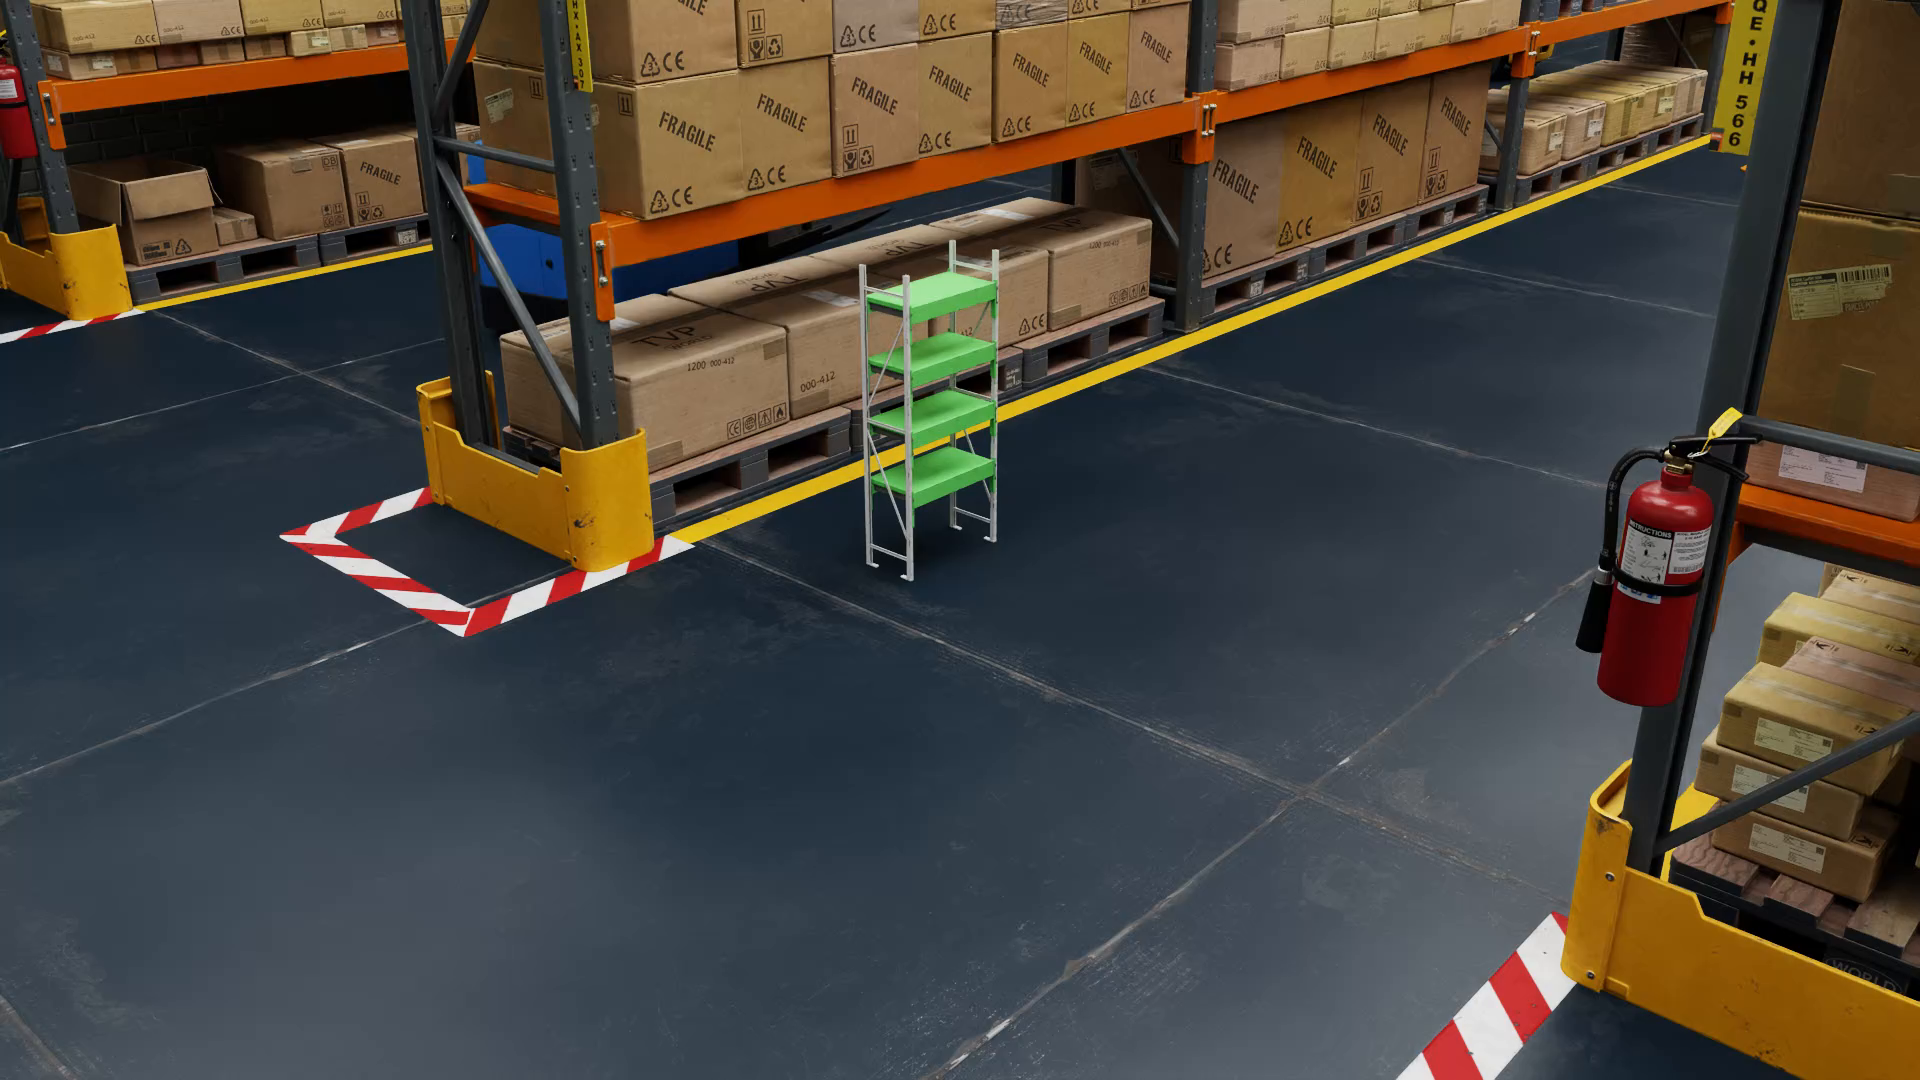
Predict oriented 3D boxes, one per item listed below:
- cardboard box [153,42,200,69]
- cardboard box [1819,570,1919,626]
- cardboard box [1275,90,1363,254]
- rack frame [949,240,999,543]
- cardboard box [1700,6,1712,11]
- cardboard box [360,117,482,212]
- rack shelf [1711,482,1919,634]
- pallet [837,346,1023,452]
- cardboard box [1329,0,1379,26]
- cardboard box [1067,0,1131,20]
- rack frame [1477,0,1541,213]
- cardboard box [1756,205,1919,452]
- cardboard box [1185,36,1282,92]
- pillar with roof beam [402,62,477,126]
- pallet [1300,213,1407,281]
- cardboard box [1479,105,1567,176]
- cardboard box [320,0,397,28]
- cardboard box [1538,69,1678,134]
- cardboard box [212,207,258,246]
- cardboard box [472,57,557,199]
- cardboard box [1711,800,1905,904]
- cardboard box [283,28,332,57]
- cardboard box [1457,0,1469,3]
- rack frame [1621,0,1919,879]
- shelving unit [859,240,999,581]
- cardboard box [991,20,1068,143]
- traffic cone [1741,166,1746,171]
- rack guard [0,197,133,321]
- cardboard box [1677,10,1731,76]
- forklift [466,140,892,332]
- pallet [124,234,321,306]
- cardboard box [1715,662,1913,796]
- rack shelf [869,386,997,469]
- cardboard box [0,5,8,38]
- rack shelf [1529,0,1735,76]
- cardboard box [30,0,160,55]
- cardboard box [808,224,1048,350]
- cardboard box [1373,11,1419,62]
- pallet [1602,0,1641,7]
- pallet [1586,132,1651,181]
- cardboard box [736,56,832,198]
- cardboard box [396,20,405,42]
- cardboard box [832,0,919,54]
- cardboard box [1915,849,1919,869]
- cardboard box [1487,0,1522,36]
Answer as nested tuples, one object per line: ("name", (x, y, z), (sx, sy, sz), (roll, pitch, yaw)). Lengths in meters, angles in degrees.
("cardboard box", (-4.723, -2.895, 9.847), (0.380, 0.149, 0.250), (20, 31, 37))
("cardboard box", (2.694, 0.242, 4.788), (0.380, 0.149, 0.250), (19, 30, 36))
("cardboard box", (1.888, -2.379, 10.473), (0.875, 0.875, 0.875), (21, 32, 39))
("rack frame", (0.052, -0.571, 6.558), (0.240, 1.200, 0.015), (20, 31, 38))
("cardboard box", (6.809, -4.794, 15.708), (0.500, 0.500, 0.500), (21, 31, 38))
("cardboard box", (-3.660, -2.582, 11.384), (0.700, 0.500, 0.500), (19, 30, 36))
("rack shelf", (3.356, -0.410, 4.878), (1.077, 0.370, 4.000), (20, 31, 38))
("pallet", (-0.443, -0.813, 8.305), (1.003, 0.211, 1.213), (20, 31, 38))
("cardboard box", (2.124, -3.199, 9.790), (0.500, 0.250, 0.500), (21, 31, 38))
("cardboard box", (0.483, -2.799, 7.982), (0.500, 0.500, 0.500), (20, 31, 37))
("rack frame", (3.607, -3.888, 11.754), (1.000, 3.000, 0.127), (20, 31, 38))
("cardboard box", (2.129, -0.518, 3.753), (0.500, 0.500, 0.500), (21, 32, 39))
("cardboard box", (1.427, -2.662, 9.205), (0.500, 0.250, 0.500), (19, 31, 36))
("pillar with roof beam", (-0.692, -5.619, 8.283), (9.100, 9.000, 0.400), (20, 31, 38))
("pallet", (2.210, -2.026, 11.010), (1.003, 0.211, 1.213), (20, 31, 38))
("cardboard box", (3.991, -3.050, 12.584), (0.950, 0.372, 0.625), (18, 30, 34))
("cardboard box", (-3.930, -3.407, 10.502), (0.500, 0.250, 0.500), (19, 30, 36))
("cardboard box", (5.451, -3.718, 14.075), (0.625, 0.372, 0.950), (-22, 32, -40))
("cardboard box", (-4.640, -1.974, 10.459), (0.380, 0.149, 0.250), (19, 30, 36))
("cardboard box", (-1.608, -1.715, 6.787), (0.500, 0.500, 0.500), (20, 31, 38))
("cardboard box", (2.217, 0.763, 4.354), (0.380, 0.149, 0.250), (21, 31, 38))
("cardboard box", (-4.111, -3.094, 10.291), (0.380, 0.149, 0.250), (19, 30, 36))
("cardboard box", (3.133, -3.673, 10.848), (0.500, 0.250, 0.500), (19, 30, 36))
("rack frame", (2.021, -0.129, 3.372), (1.000, 3.000, 0.127), (20, 31, 38))
("shelving unit", (-0.110, -0.497, 6.392), (0.258, 1.200, 0.503), (20, 31, 38))
("cardboard box", (0.154, -2.188, 7.841), (0.500, 0.500, 0.500), (20, 31, 37))
("traffic cone", (6.491, -3.189, 13.296), (0.336, 0.463, 0.334), (20, 31, 38))
("rack guard", (-5.381, -1.687, 9.901), (1.175, 0.500, 0.348), (20, 31, 38))
("cardboard box", (6.871, -4.491, 15.032), (0.500, 0.500, 0.500), (22, 32, 40))
("forklift", (-1.487, -2.895, 9.623), (1.130, 2.935, 3.031), (13, 27, 26))
("pallet", (-4.849, -1.798, 10.503), (1.003, 0.211, 1.213), (20, 31, 38))
("cardboard box", (2.186, 0.478, 4.262), (0.380, 0.149, 0.250), (21, 31, 38))
("rack shelf", (-0.110, -0.439, 6.418), (0.258, 0.148, 0.480), (20, 31, 38))
("cardboard box", (-5.322, -3.084, 9.782), (0.500, 0.250, 0.500), (21, 32, 39))
("rack shelf", (4.941, -4.169, 13.260), (1.077, 0.370, 4.000), (20, 31, 38))
("cardboard box", (-4.928, -2.936, 9.452), (0.500, 0.250, 0.500), (20, 31, 38))
("cardboard box", (-0.159, -1.256, 8.504), (0.875, 0.438, 0.875), (19, 30, 36))
("cardboard box", (2.466, -3.122, 10.230), (0.500, 0.250, 0.500), (20, 31, 37))
("pallet", (4.897, -4.414, 13.163), (1.003, 0.211, 1.213), (20, 31, 38))
("pallet", (4.944, -3.223, 13.680), (1.003, 0.211, 1.213), (20, 31, 38))
("cardboard box", (-0.882, -1.725, 6.810), (0.500, 0.500, 0.500), (20, 31, 37))
("cardboard box", (-3.700, -3.365, 10.896), (0.380, 0.149, 0.250), (21, 31, 38))
("cardboard box", (-0.523, -2.339, 6.956), (0.500, 0.500, 0.500), (20, 31, 37))
("cardboard box", (2.562, 0.755, 4.008), (0.380, 0.149, 0.250), (22, 32, 40))
("cardboard box", (3.462, -3.594, 11.283), (0.500, 0.250, 0.500), (19, 30, 36))
